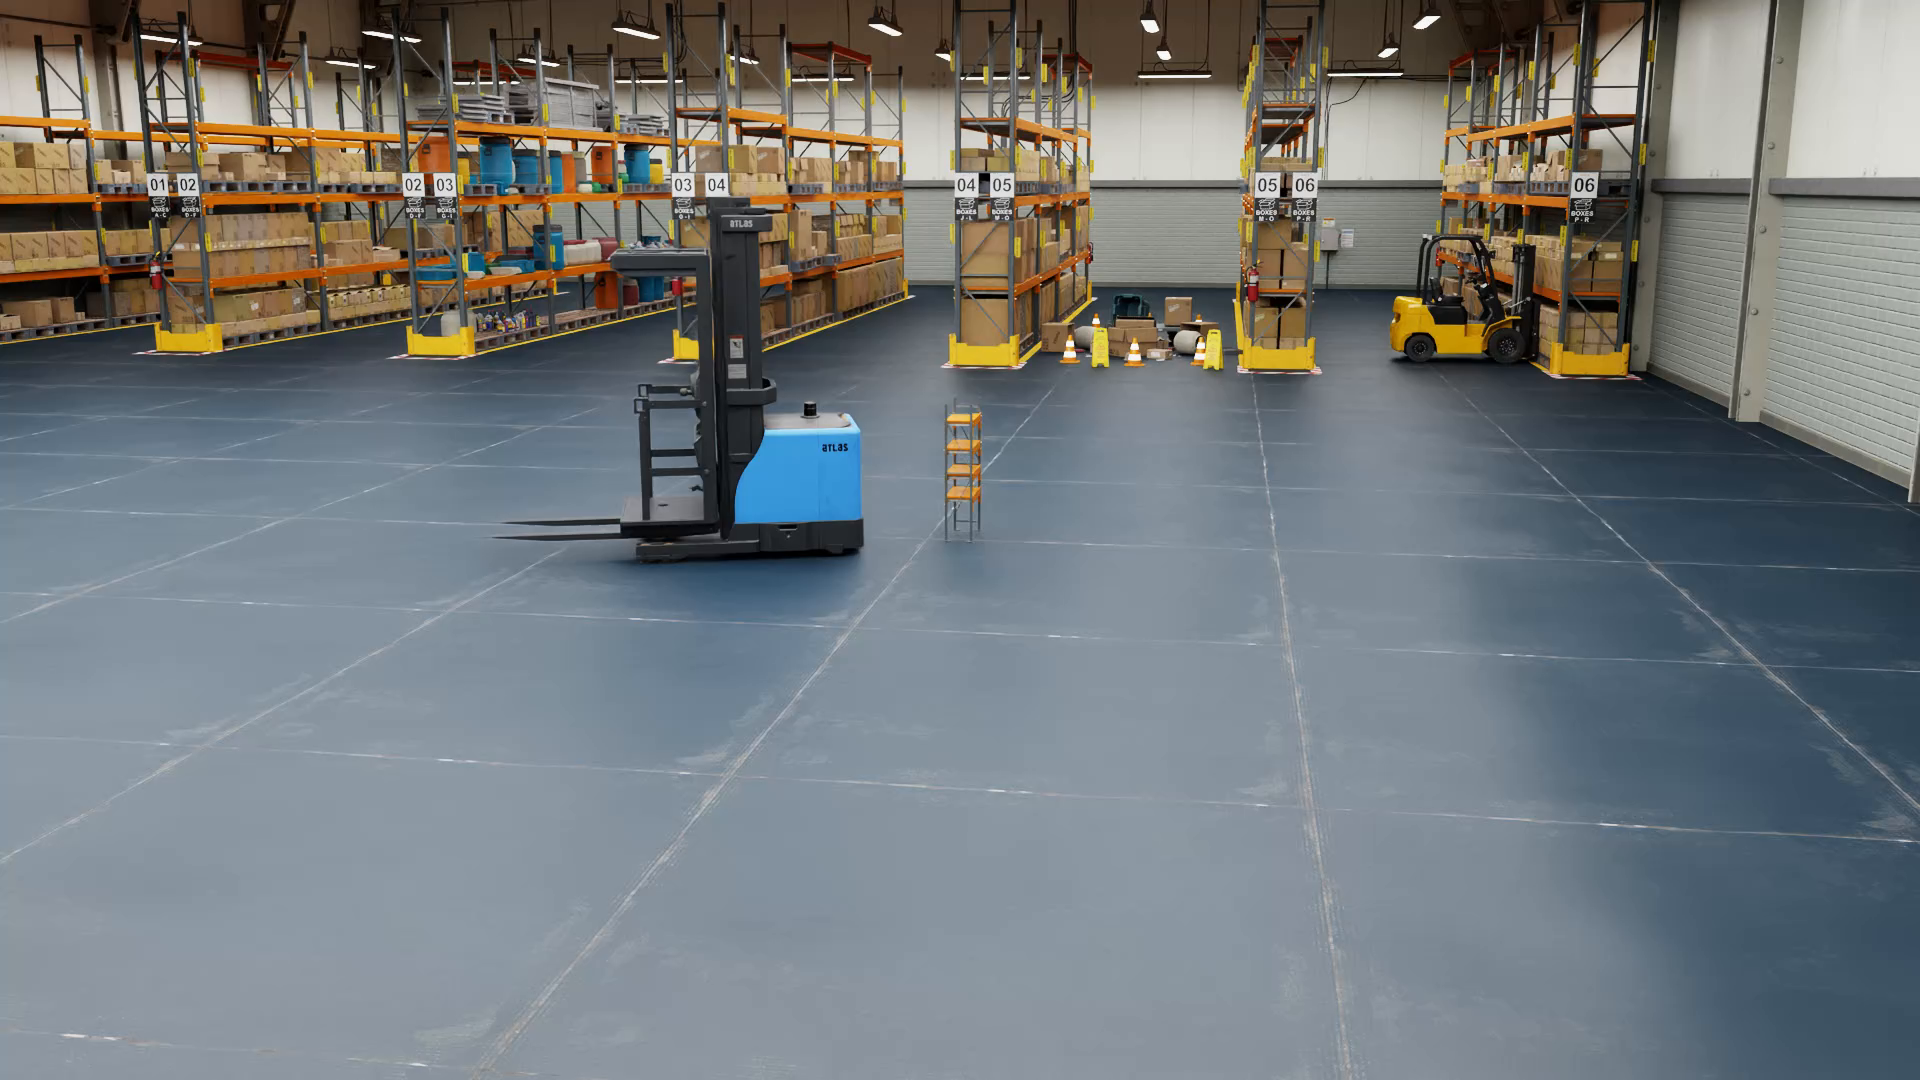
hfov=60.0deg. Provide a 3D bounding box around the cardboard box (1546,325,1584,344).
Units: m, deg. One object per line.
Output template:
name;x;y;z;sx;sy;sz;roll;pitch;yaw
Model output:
cardboard box;9.996;-3.398;27.483;0.500;0.250;0.500;2;12;8

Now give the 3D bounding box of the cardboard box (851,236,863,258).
cardboard box;-2.580;-6.891;39.111;0.500;0.500;0.500;2;12;8

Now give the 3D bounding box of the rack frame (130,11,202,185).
rack frame;-14.255;-7.916;29.867;1.000;3.000;0.127;2;12;9

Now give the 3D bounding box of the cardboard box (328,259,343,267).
cardboard box;-13.302;-5.872;35.214;0.380;0.149;0.250;2;12;9

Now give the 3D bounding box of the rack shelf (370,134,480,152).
rack shelf;-12.717;-9.451;39.644;1.077;0.370;4.000;2;12;9

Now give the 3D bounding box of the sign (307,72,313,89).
sign;-13.096;-9.260;33.509;0.100;0.325;0.005;2;12;9

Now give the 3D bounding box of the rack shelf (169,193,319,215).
rack shelf;-13.948;-6.515;32.191;1.077;0.370;4.000;2;12;9

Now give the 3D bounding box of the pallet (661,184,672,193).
pallet;-7.540;-8.528;40.274;1.213;0.211;1.003;2;12;9

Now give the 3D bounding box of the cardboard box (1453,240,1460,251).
cardboard box;11.975;-6.970;39.364;0.500;0.250;0.500;2;12;9

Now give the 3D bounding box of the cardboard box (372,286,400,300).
cardboard box;-12.936;-5.559;37.367;0.500;0.311;0.500;2;12;8

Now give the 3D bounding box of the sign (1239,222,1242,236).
sign;6.621;-7.319;39.090;0.100;0.325;0.005;2;12;9

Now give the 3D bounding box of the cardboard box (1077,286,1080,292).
cardboard box;2.799;-6.271;41.536;0.380;0.149;0.250;2;12;8

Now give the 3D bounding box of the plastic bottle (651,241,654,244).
plastic bottle;-7.477;-7.099;40.432;0.144;0.351;0.185;2;12;9

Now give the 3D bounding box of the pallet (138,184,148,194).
pallet;-18.179;-7.692;36.390;1.213;0.211;1.003;2;12;9

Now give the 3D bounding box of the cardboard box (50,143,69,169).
cardboard box;-18.419;-7.762;33.611;0.500;0.500;0.500;3;12;12

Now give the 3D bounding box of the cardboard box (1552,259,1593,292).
cardboard box;10.046;-4.341;27.278;0.500;0.500;0.500;2;12;7

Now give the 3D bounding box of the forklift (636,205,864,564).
forklift;-1.830;-1.344;13.923;1.939;2.867;1.129;-2;12;-9

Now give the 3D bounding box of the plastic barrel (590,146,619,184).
plastic barrel;-8.041;-8.488;37.621;0.600;0.830;0.708;2;12;9

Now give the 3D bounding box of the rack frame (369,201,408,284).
rack frame;-13.025;-6.649;38.226;1.000;3.000;0.127;2;12;9

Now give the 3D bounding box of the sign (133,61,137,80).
sign;-14.789;-8.432;29.856;0.100;0.325;0.005;2;12;9

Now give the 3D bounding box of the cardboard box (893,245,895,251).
cardboard box;-1.892;-7.572;43.107;0.380;0.149;0.250;2;12;7

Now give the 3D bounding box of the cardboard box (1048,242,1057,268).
cardboard box;1.766;-5.988;34.923;0.500;0.500;0.500;2;12;9

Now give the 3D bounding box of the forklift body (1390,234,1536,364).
forklift body;8.719;-4.220;28.969;2.313;2.155;1.214;2;12;9

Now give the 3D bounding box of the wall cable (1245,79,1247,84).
wall cable;8.382;-11.798;47.876;0.463;3.000;0.029;2;12;9

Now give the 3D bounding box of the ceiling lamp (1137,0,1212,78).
ceiling lamp;5.802;-14.095;44.681;2.000;3.185;0.800;2;12;9

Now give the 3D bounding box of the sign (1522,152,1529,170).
sign;10.307;-6.902;30.306;0.100;0.325;0.005;2;12;9

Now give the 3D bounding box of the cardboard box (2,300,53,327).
cardboard box;-18.706;-4.548;33.364;0.700;0.500;0.500;1;12;5

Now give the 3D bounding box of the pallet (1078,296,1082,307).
pallet;2.517;-6.011;41.884;1.003;0.211;1.213;2;12;9

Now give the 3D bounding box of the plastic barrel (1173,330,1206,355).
plastic barrel;4.146;-3.561;30.010;0.421;0.421;0.512;-10;16;-40

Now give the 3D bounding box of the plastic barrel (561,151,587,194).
plastic barrel;-8.472;-8.035;36.349;0.600;0.901;0.600;0;12;0

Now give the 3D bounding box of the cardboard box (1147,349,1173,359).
cardboard box;3.530;-3.285;29.386;0.380;0.149;0.250;10;15;38

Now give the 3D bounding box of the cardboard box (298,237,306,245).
cardboard box;-13.510;-6.068;33.751;0.380;0.149;0.250;2;12;7

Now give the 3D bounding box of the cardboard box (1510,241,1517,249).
cardboard box;10.699;-5.620;31.676;0.380;0.149;0.250;1;12;7

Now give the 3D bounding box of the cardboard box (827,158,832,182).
cardboard box;-3.063;-7.980;35.856;0.500;0.500;0.500;2;12;10

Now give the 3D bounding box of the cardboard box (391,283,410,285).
cardboard box;-13.113;-5.845;39.382;0.500;0.500;0.500;2;12;11

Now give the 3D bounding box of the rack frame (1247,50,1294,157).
rack frame;7.170;-9.772;38.475;1.000;3.000;0.127;2;12;9

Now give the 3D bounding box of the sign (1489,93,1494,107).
sign;13.236;-10.956;41.378;0.100;0.325;0.005;2;12;9

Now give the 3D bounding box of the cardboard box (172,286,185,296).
cardboard box;-18.174;-5.547;38.001;0.700;0.500;0.500;2;12;9

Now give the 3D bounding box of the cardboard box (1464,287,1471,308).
cardboard box;11.706;-5.458;37.635;0.500;0.500;0.500;2;12;8

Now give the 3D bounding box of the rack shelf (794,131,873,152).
rack shelf;-2.930;-9.129;38.151;1.077;0.370;4.000;2;12;9

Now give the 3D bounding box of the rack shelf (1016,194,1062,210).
rack shelf;1.341;-6.844;33.718;1.077;0.370;4.000;2;12;9

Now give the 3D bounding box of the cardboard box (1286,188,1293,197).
cardboard box;5.648;-5.801;27.765;0.380;0.149;0.250;1;12;7

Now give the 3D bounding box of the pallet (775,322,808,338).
pallet;-3.734;-4.294;33.916;1.003;0.211;1.213;2;12;9

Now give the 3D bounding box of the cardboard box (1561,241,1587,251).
cardboard box;10.084;-4.826;27.284;0.380;0.149;0.250;2;12;9

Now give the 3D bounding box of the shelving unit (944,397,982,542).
shelving unit;0.025;-0.621;14.527;0.258;1.200;0.503;2;12;9

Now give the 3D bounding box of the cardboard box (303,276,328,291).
cardboard box;-17.089;-6.777;43.757;0.700;0.500;0.500;2;12;9

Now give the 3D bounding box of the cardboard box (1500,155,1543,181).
cardboard box;11.129;-7.364;32.954;0.700;0.500;0.500;2;12;8

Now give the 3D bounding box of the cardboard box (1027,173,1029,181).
cardboard box;1.020;-6.455;29.566;0.380;0.149;0.250;2;12;9

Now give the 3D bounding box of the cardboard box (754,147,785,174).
cardboard box;-3.670;-7.298;31.986;0.500;0.500;0.500;2;12;7

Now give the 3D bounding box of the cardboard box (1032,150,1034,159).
cardboard box;1.137;-7.003;30.218;0.380;0.149;0.250;2;12;9
